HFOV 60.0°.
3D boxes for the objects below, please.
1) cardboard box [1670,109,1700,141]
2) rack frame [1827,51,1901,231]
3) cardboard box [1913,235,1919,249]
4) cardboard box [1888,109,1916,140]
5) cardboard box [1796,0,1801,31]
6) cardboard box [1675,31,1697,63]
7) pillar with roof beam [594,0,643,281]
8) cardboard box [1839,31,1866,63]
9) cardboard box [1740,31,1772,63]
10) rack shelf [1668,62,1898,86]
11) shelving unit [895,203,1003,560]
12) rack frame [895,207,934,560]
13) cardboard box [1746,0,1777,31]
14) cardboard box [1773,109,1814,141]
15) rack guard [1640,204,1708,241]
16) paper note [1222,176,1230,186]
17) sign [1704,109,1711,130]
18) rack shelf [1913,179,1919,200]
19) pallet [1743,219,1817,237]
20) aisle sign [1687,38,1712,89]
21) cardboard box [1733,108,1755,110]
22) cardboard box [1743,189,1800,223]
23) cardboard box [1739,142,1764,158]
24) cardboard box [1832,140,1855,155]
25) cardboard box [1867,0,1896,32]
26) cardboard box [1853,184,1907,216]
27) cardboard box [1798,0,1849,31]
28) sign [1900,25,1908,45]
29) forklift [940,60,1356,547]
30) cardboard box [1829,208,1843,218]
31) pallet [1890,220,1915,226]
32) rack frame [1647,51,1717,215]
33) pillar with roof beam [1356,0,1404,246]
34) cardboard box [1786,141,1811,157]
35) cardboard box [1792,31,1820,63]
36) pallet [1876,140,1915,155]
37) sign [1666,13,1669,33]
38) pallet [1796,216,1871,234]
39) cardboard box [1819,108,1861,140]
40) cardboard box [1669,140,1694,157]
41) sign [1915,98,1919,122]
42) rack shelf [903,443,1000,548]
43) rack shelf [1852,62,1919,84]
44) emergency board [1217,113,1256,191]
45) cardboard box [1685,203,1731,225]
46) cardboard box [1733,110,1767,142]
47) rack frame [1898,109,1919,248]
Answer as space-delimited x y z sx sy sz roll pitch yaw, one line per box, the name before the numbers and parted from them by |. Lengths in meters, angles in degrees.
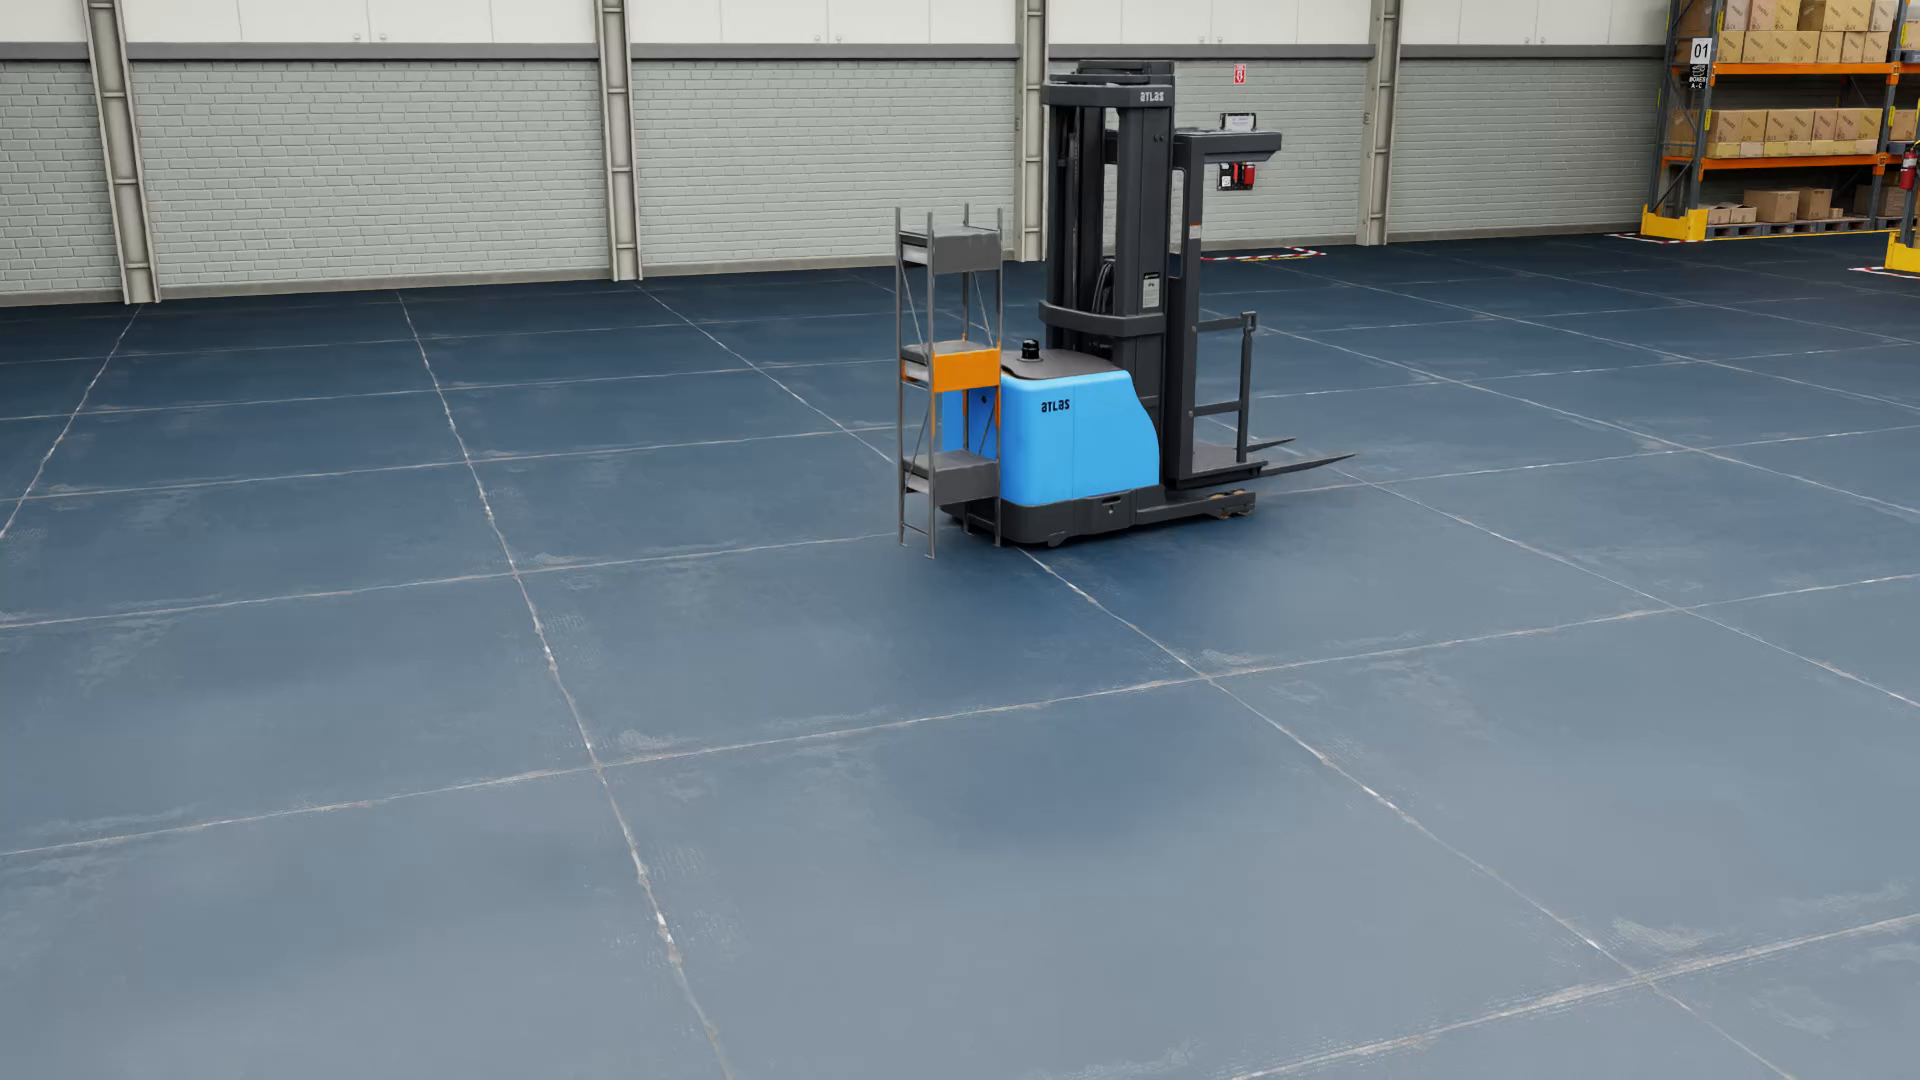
cardboard box | 12.262 -6.929 27.770 0.500 0.500 0.500 -6 18 -21
rack frame | 15.633 -6.931 28.878 0.127 3.000 1.000 -6 17 -20
cardboard box | 14.069 -4.239 23.845 0.500 0.250 0.500 -6 17 -20
cardboard box | 16.120 -7.233 28.946 0.500 0.500 0.700 -6 17 -20
cardboard box | 13.653 -8.767 27.819 0.500 0.500 0.500 -6 17 -20
cardboard box | 12.197 -8.134 27.435 0.500 0.500 0.500 -5 17 -16
pillar with roof beam | -3.026 -6.757 17.638 0.400 9.000 9.100 -6 17 -20
cardboard box | 14.773 -8.265 27.881 0.500 0.500 0.500 -8 18 -25
cardboard box | 12.814 -8.038 27.108 0.500 0.500 0.500 -5 17 -16
rack shelf | 13.765 -7.824 27.870 4.000 0.370 1.077 -6 17 -20
shelving unit | -0.067 -0.968 10.167 0.503 2.100 0.431 -10 19 -31
rack frame | -0.272 -0.931 10.040 0.015 2.100 0.400 -10 19 -31
cardboard box | 12.831 -8.517 26.966 0.500 0.500 0.500 -6 18 -21
cardboard box | 13.879 -6.947 27.832 0.500 0.500 0.500 -6 17 -18
rack guard | 11.969 -5.336 27.883 0.348 0.500 1.175 -6 17 -20
paper note | 4.128 -5.560 25.771 0.142 0.148 0.016 -6 17 -20
sign | 12.092 -6.801 26.897 0.005 0.325 0.100 -6 17 -20
rack shelf | 15.541 -5.082 23.856 4.000 0.370 1.077 -6 17 -20
pallet | 13.877 -5.392 28.586 1.213 0.211 1.003 -6 17 -20
aisle sign | 11.938 -7.689 26.845 0.004 0.787 0.394 -6 17 -20
cardboard box | 13.217 -7.030 28.115 0.500 0.500 0.500 -7 18 -22
cardboard box | 13.811 -5.704 28.355 0.500 0.500 0.700 -7 18 -24
cardboard box | 12.947 -6.487 27.597 0.500 0.250 0.500 -7 18 -22
cardboard box | 14.831 -6.693 28.298 0.500 0.250 0.500 -6 17 -20
cardboard box | 15.262 -8.786 27.883 0.500 0.500 0.500 -8 18 -25
cardboard box | 16.314 -6.022 29.436 0.500 0.500 0.700 -6 17 -18
cardboard box | 14.270 -8.673 27.496 0.500 0.500 0.500 -7 18 -22
sign | 15.834 -8.477 27.899 0.005 0.325 0.100 -6 17 -20
forklift | 1.386 -1.657 11.040 3.031 2.935 1.130 -10 19 -31
cardboard box | 15.144 -5.721 29.005 0.250 0.166 0.380 -9 18 -27
pallet | 17.501 -5.796 29.962 1.213 0.211 1.003 -6 17 -20
rack frame | 11.898 -6.528 27.505 0.127 3.000 1.000 -6 17 -20
pillar with roof beam | 8.180 -7.967 21.758 0.400 9.000 9.100 -6 17 -20
cardboard box | 13.898 -6.588 27.938 0.500 0.250 0.500 -6 17 -20
cardboard box | 13.790 -8.151 27.493 0.500 0.500 0.500 -5 17 -17
pallet | 16.399 -6.878 29.037 1.213 0.211 1.003 -6 17 -20
sign | 11.718 -8.540 27.461 0.005 0.325 0.100 -6 17 -20
pallet | 15.019 -5.516 29.009 1.213 0.211 1.003 -6 17 -20
cardboard box | 14.838 -7.048 28.175 0.500 0.500 0.500 -6 17 -20
cardboard box | 12.265 -6.564 27.857 0.500 0.250 0.500 -6 17 -19
sign | 13.493 -6.038 23.362 0.005 0.325 0.100 -6 17 -20
rack shelf | -0.067 -0.283 10.368 0.480 0.518 0.431 -10 19 -31
rack shelf | 17.501 -8.227 29.243 4.000 0.370 1.077 -6 17 -20
emergency board | 4.318 -5.982 25.646 0.643 1.169 0.194 -6 17 -20
cardboard box | 12.576 -5.495 27.978 0.500 0.311 0.500 -8 18 -26
cardboard box | 12.916 -6.842 27.473 0.500 0.500 0.500 -6 17 -20
rack frame | 13.674 -5.225 23.068 0.127 3.000 1.000 -6 17 -20
